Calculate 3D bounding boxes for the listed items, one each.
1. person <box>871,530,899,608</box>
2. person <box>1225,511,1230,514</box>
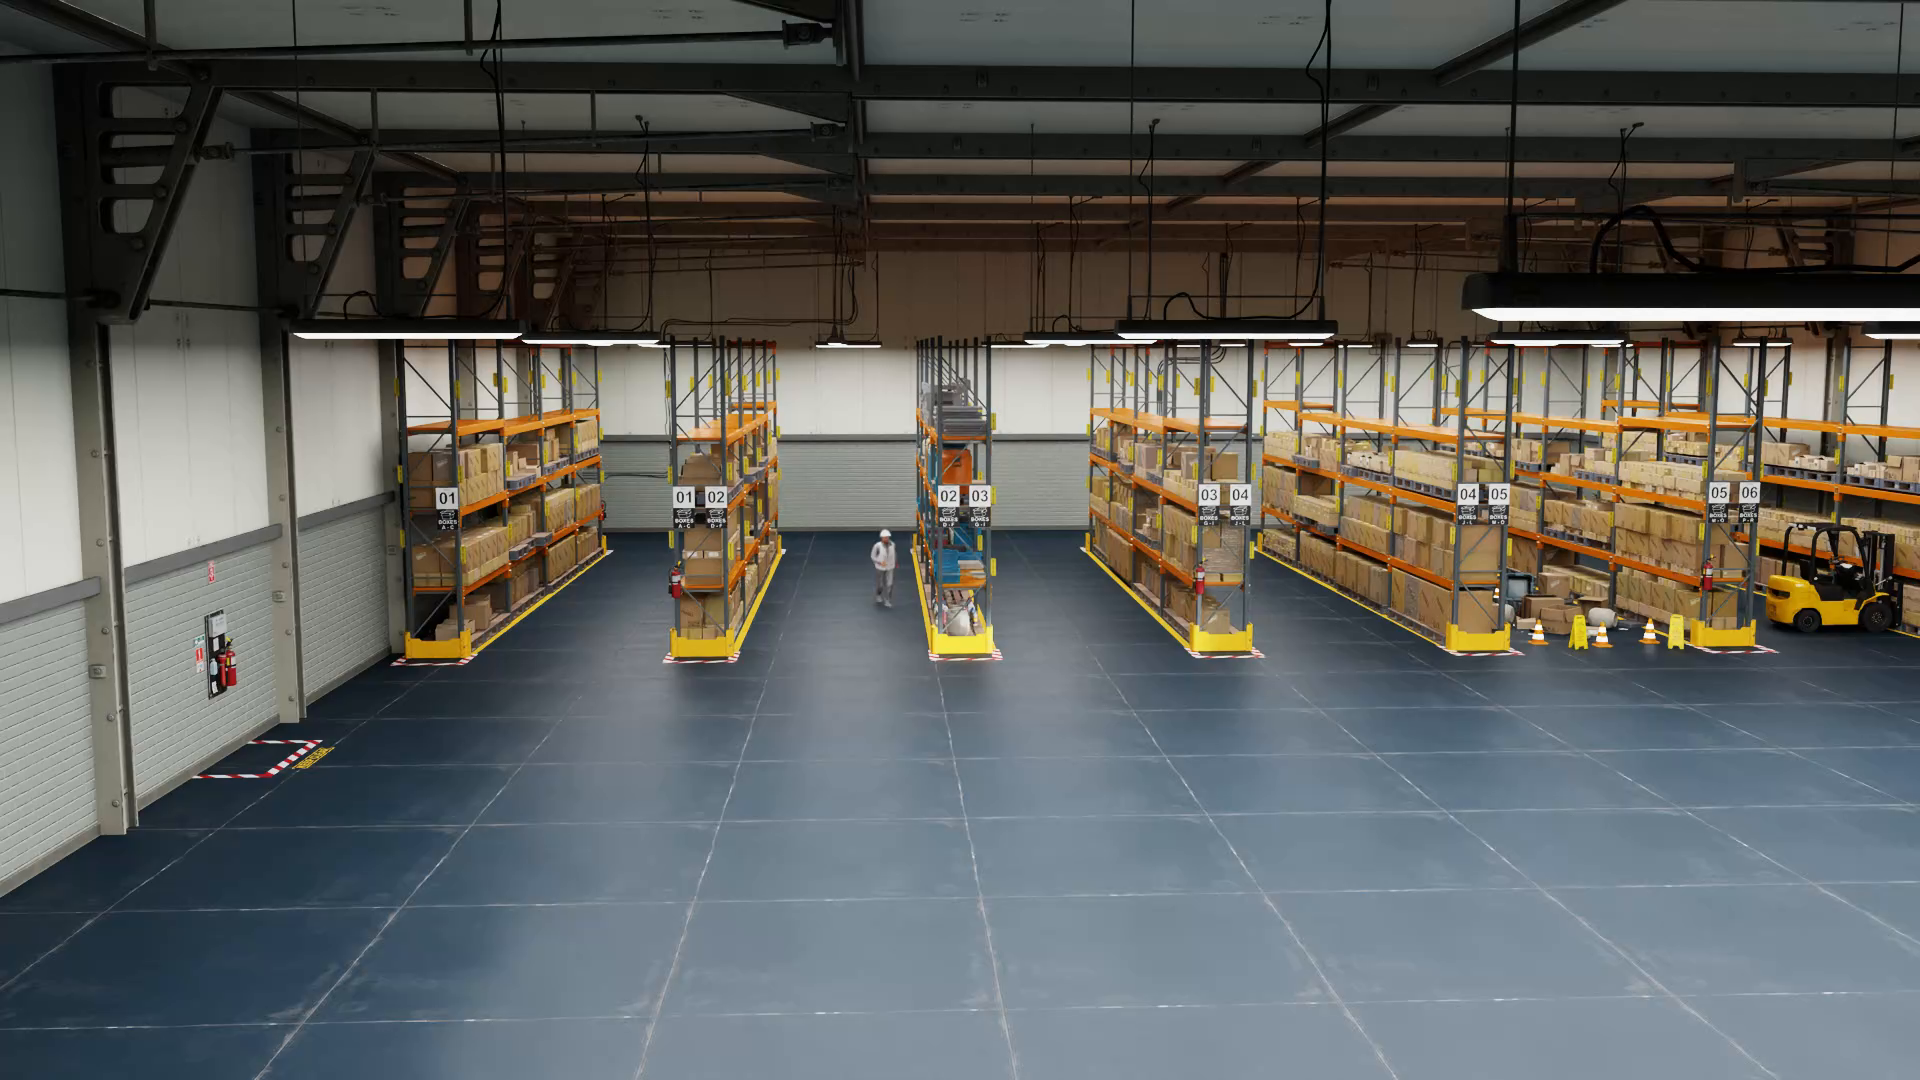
[{"bbox_3d":[-1.714,0.624,37.379,0.645,1.740,0.884,-2,7,-16],"label":"person"},{"bbox_3d":[7.457,-0.464,46.958,0.728,1.773,0.900,0,6,3],"label":"person"}]
